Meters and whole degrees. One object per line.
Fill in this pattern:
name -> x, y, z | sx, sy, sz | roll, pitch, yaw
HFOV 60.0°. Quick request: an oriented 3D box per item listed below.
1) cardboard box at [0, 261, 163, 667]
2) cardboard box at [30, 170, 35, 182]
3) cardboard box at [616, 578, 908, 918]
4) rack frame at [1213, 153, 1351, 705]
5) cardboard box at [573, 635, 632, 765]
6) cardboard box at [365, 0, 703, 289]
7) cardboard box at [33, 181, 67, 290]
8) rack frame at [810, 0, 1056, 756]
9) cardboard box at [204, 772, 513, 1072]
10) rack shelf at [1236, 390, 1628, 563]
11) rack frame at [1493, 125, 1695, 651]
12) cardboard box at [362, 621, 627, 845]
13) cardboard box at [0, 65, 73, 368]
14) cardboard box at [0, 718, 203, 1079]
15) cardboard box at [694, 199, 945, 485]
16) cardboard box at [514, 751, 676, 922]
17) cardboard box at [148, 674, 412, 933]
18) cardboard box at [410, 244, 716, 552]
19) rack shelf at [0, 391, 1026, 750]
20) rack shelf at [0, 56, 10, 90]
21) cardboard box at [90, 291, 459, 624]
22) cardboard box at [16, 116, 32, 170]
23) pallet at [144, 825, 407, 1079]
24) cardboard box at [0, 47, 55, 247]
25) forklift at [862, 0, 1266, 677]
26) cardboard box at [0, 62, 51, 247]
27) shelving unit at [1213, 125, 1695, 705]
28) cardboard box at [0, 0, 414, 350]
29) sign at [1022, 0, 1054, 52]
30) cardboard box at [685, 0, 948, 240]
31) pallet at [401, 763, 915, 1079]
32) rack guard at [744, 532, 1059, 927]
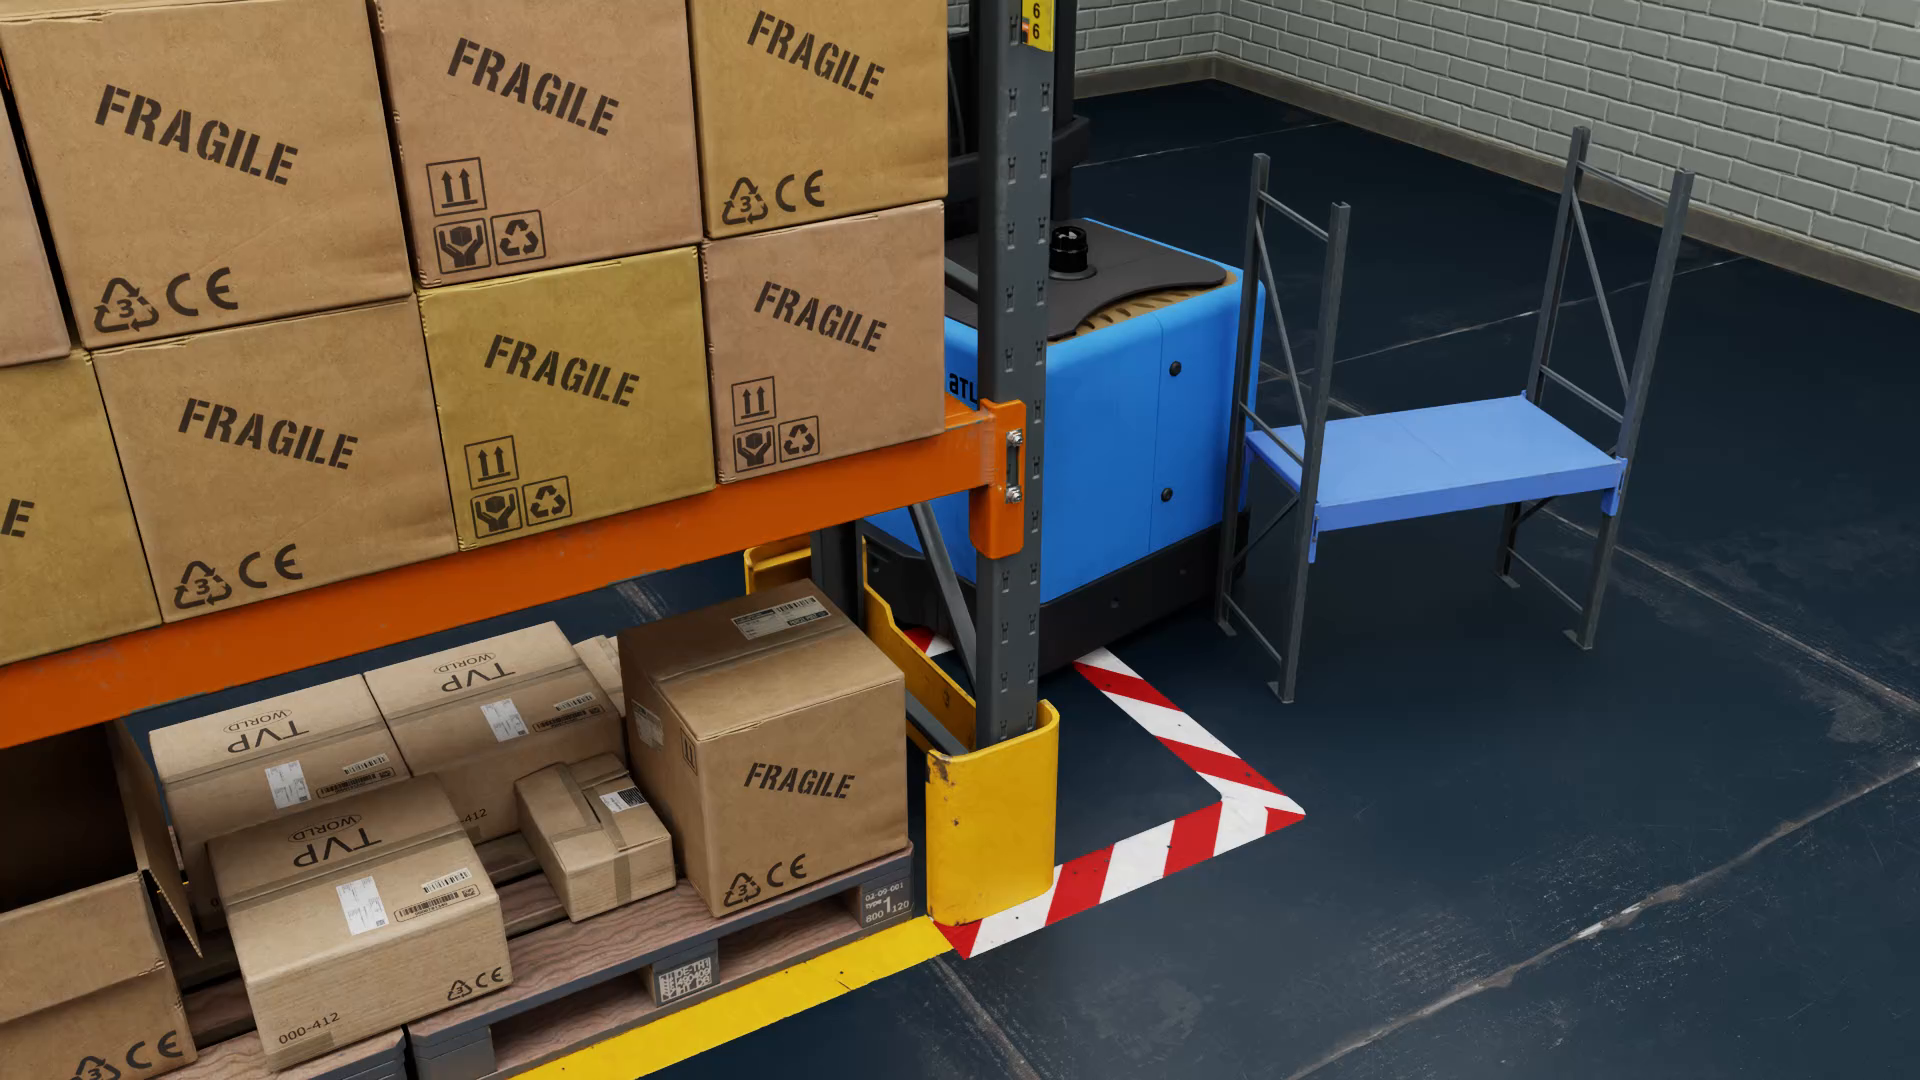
cardboard box -> -1.679, -0.114, 2.749 | 0.500, 0.500, 0.500 | -16, 33, -27
cardboard box -> -4.049, -1.358, 7.259 | 0.500, 0.500, 0.700 | -17, 33, -28
cardboard box -> -0.462, 0.473, 3.921 | 0.500, 0.500, 0.500 | -16, 33, -26
rack frame -> 0.891, -0.290, 4.724 | 0.032, 1.500, 0.500 | -8, 30, -15
cardboard box -> -0.869, 0.403, 4.391 | 0.250, 0.166, 0.380 | -16, 33, -26
cardboard box -> -0.798, -0.799, 2.955 | 0.500, 0.500, 0.500 | -15, 32, -25
cardboard box -> -1.943, -0.338, 3.155 | 0.500, 0.500, 0.500 | -15, 32, -26
rack frame -> -0.118, -0.665, 3.850 | 0.127, 3.000, 1.000 | -16, 33, -26
cardboard box -> -1.297, 0.802, 3.583 | 0.500, 0.250, 0.500 | -16, 33, -26
rack shelf -> 1.378, -0.203, 4.938 | 1.000, 0.185, 0.538 | -8, 30, -15
rack frame -> 1.865, -0.431, 4.979 | 0.032, 1.500, 0.500 | -8, 30, -15
cardboard box -> -1.162, 0.484, 4.160 | 0.500, 0.250, 0.500 | -16, 33, -26
cardboard box -> -1.685, -0.544, 2.494 | 0.500, 0.500, 0.500 | -15, 32, -25
cardboard box -> -1.950, 0.753, 3.410 | 0.637, 0.503, 0.797 | -16, 33, -26
cardboard box -> -0.367, -0.486, 3.422 | 0.500, 0.500, 0.500 | -15, 32, -25
cardboard box -> -0.857, 0.680, 3.890 | 0.250, 0.166, 0.380 | -16, 33, -26
cardboard box -> -1.593, 0.606, 3.938 | 0.500, 0.250, 0.500 | -16, 33, -26
cardboard box -> -0.812, -0.357, 3.189 | 0.500, 0.500, 0.500 | -16, 32, -26
rack shelf -> -1.843, 0.140, 3.137 | 4.000, 0.370, 1.077 | -16, 33, -26
rack shelf -> -4.355, -1.923, 6.875 | 4.000, 0.370, 1.077 | -16, 33, -26
cardboard box -> -1.245, -0.237, 2.972 | 0.500, 0.500, 0.500 | -16, 32, -26
cardboard box -> -4.049, -1.754, 7.305 | 0.250, 0.149, 0.380 | -15, 32, -26
pallet -> -1.921, 1.067, 3.599 | 1.213, 0.211, 1.003 | -16, 33, -26
cardboard box -> -1.515, -0.896, 3.131 | 0.500, 0.500, 0.500 | -15, 32, -26
forklift -> -0.412, -1.514, 5.460 | 1.130, 2.935, 3.031 | -23, 36, -35
cardboard box -> -1.953, -0.771, 2.905 | 0.500, 0.500, 0.500 | -16, 33, -27
shelving unit -> 1.378, -0.361, 4.851 | 1.048, 1.500, 0.538 | -8, 30, -15
cardboard box -> -1.242, -0.670, 2.721 | 0.500, 0.500, 0.500 | -15, 32, -25
sign -> 0.146, -1.074, 3.066 | 0.005, 0.325, 0.100 | -16, 33, -26
cardboard box -> -0.363, -0.923, 3.180 | 0.500, 0.500, 0.500 | -16, 33, -27
pallet -> -0.871, 0.770, 4.136 | 1.213, 0.211, 1.003 | -16, 33, -26
rack guard -> -0.184, 0.448, 4.421 | 0.348, 0.500, 1.175 | -16, 33, -26
